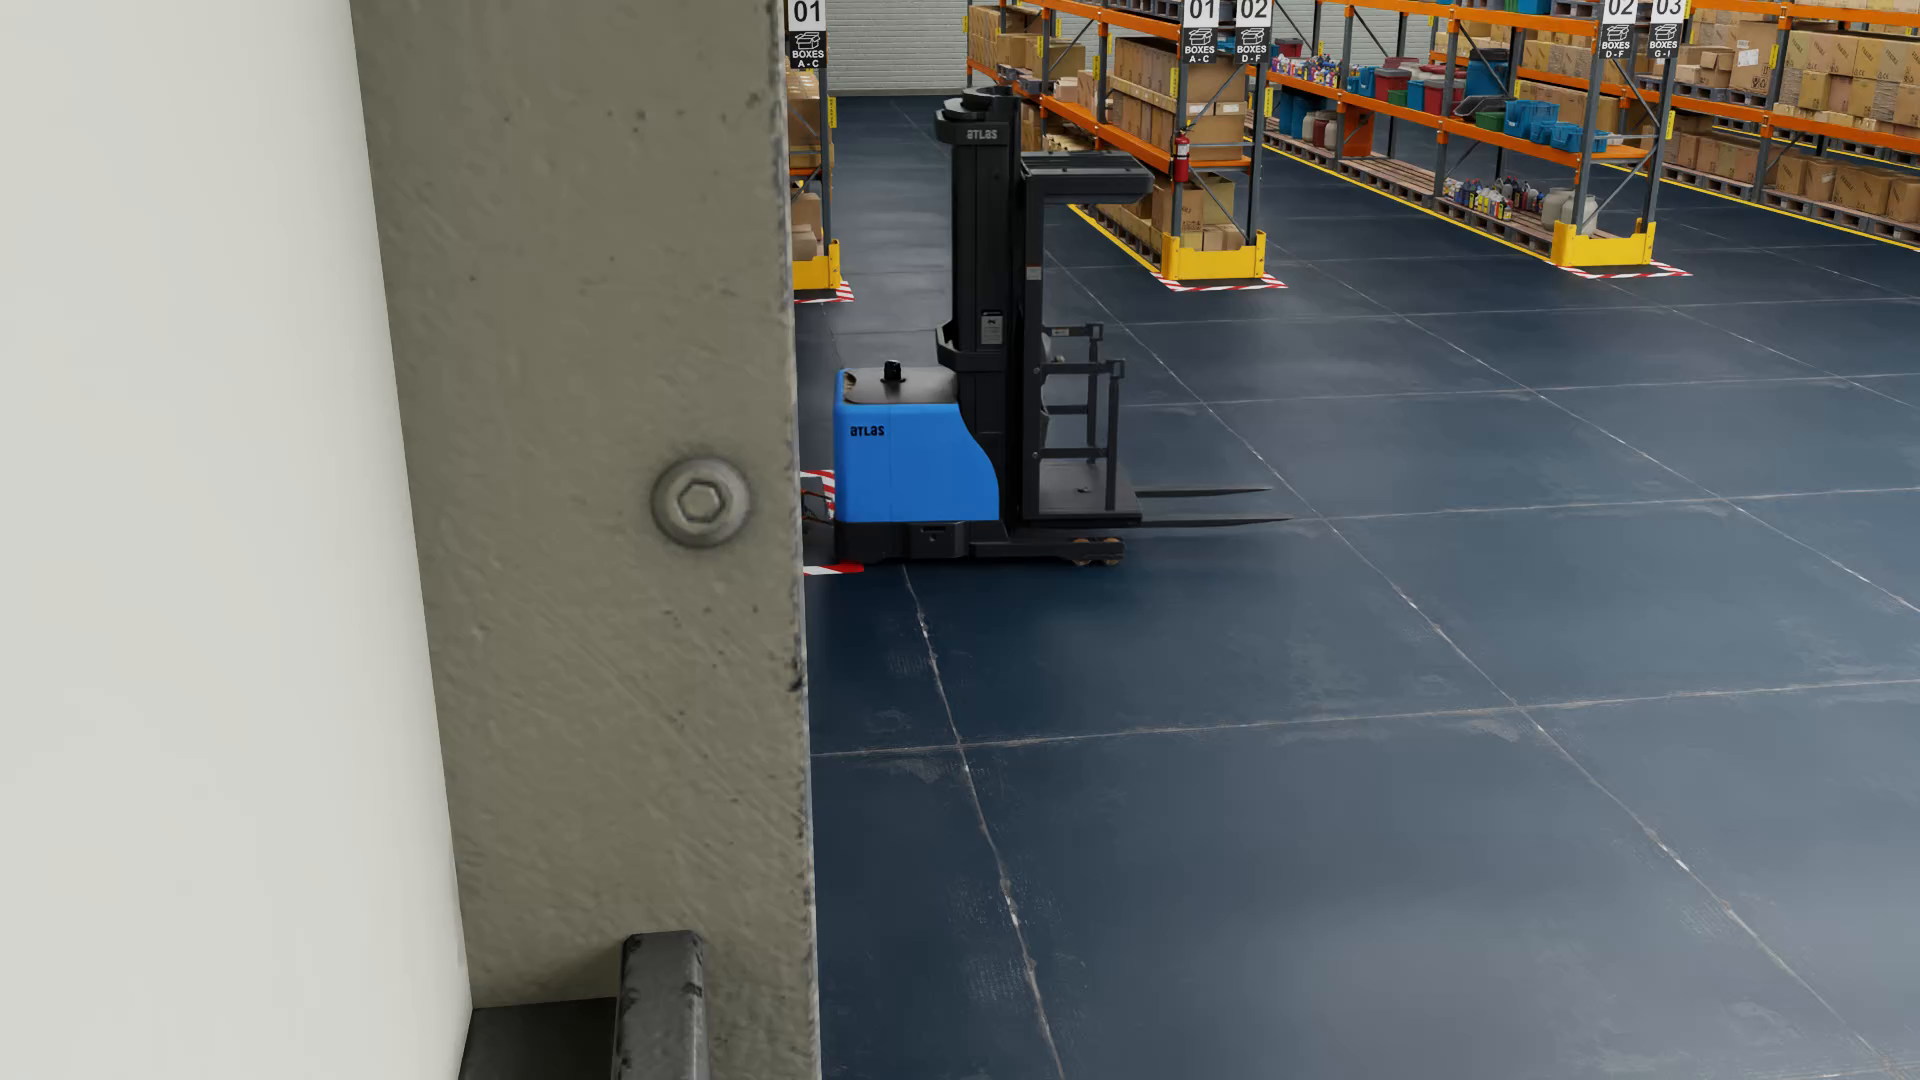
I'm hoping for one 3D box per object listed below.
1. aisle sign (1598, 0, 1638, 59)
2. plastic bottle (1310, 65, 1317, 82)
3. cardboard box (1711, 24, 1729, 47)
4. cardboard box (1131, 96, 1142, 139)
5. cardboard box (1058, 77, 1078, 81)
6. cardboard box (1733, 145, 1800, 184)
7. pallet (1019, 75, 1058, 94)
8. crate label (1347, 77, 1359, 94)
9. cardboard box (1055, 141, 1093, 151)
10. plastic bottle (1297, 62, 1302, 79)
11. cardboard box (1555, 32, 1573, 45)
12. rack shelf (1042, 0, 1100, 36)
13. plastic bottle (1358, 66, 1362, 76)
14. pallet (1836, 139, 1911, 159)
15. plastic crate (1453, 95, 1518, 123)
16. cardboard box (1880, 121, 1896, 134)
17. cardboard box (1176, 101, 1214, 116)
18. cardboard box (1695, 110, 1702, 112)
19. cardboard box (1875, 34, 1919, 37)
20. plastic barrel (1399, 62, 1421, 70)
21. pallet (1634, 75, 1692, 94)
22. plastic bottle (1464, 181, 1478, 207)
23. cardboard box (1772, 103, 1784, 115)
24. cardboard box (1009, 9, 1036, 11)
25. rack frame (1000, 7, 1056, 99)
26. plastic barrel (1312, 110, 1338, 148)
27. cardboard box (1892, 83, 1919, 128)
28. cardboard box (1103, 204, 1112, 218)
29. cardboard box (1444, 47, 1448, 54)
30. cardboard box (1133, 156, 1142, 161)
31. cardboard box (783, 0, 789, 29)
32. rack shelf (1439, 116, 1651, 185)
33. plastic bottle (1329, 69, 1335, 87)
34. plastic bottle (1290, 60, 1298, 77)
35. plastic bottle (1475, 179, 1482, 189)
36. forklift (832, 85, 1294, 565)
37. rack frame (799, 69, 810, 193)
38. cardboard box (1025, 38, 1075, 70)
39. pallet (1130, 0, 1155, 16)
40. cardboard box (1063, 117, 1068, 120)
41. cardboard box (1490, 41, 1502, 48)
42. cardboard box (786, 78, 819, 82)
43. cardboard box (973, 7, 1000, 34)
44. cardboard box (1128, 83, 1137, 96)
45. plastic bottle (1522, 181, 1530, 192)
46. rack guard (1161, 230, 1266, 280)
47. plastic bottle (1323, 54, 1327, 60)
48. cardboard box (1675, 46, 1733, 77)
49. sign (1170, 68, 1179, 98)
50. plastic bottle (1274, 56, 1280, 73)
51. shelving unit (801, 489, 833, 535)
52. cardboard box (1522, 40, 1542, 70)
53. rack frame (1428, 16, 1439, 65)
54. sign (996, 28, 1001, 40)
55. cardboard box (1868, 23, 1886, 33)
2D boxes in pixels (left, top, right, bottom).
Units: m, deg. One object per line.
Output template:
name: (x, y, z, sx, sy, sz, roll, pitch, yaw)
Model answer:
aisle sign: (7.574, -5.940, 19.117, 0.394, 0.787, 0.004, -3, 21, -8)
plastic bottle: (6.059, -7.991, 28.492, 0.061, 0.283, 0.133, -3, 21, -8)
cardboard box: (15.458, -10.073, 33.331, 0.500, 0.500, 0.500, -3, 21, -8)
cardboard box: (2.599, -5.436, 21.340, 0.700, 0.500, 0.500, -3, 21, -7)
cardboard box: (1.811, -7.113, 26.102, 0.500, 0.311, 0.500, -2, 21, -4)
cardboard box: (12.115, -5.646, 24.988, 0.700, 0.500, 0.500, -5, 21, -12)
pallet: (1.635, -7.425, 27.082, 1.213, 0.211, 1.003, -3, 21, -8)
crate label: (6.394, -7.289, 26.683, 0.303, 0.233, 0.416, -3, 21, -8)
cardboard box: (1.742, -5.900, 25.255, 0.500, 0.311, 0.500, -3, 21, -9)
plastic bottle: (5.974, -8.235, 29.160, 0.097, 0.271, 0.097, 0, 20, 0)
cardboard box: (11.216, -9.224, 30.050, 0.797, 0.503, 0.637, -3, 21, -7)
rack shelf: (2.090, -7.659, 24.177, 1.077, 0.370, 4.000, -3, 21, -8)
plastic bottle: (6.853, -7.966, 28.440, 0.097, 0.271, 0.097, 0, 20, 0)
pallet: (16.417, -6.961, 29.552, 1.003, 0.211, 1.213, -3, 21, -8)
plastic crate: (7.230, -5.930, 22.895, 0.767, 0.338, 0.504, -3, 21, -8)
cardboard box: (12.317, -5.414, 21.785, 0.380, 0.149, 0.250, -3, 21, -8)
cardboard box: (2.711, -4.987, 19.211, 0.380, 0.149, 0.250, -3, 21, -9)
cardboard box: (15.370, -8.895, 34.220, 0.380, 0.149, 0.250, -3, 21, -8)
cardboard box: (12.663, -6.563, 22.504, 0.500, 0.500, 0.500, -3, 21, -8)
plastic barrel: (7.064, -7.239, 26.151, 0.421, 0.512, 0.421, 0, 20, 0)
pallet: (11.813, -7.450, 27.151, 1.213, 0.211, 1.003, -3, 21, -8)
plastic bottle: (7.013, -4.746, 22.794, 0.144, 0.351, 0.185, -4, 21, -10)
cardboard box: (11.915, -6.189, 23.860, 0.380, 0.149, 0.250, -3, 21, -8)
cardboard box: (1.212, -9.896, 31.853, 0.500, 0.500, 0.500, -2, 21, -6)
rack frame: (1.225, -8.668, 30.138, 1.000, 3.000, 0.127, -3, 21, -8)
plastic barrel: (6.454, -7.158, 28.942, 0.600, 0.588, 0.708, -3, 21, -8)
cardboard box: (12.515, -5.557, 21.239, 0.875, 0.500, 0.500, -3, 21, -8)
cardboard box: (2.212, -4.458, 22.194, 0.500, 0.250, 0.500, -3, 21, -8)
cardboard box: (10.252, -10.117, 34.375, 0.380, 0.149, 0.250, -3, 21, -9)
cardboard box: (2.215, -4.809, 22.063, 0.500, 0.500, 0.500, -3, 21, -8)
cardboard box: (-1.747, -5.852, 18.139, 0.500, 0.500, 0.500, -2, 21, -6)
rack shelf: (7.569, -5.117, 21.659, 1.077, 0.370, 4.000, -3, 21, -8)
plastic bottle: (6.190, -7.676, 27.647, 0.061, 0.283, 0.133, -3, 21, -8)
plastic bottle: (5.951, -8.359, 29.486, 0.152, 0.276, 0.135, -3, 21, -8)
plastic bottle: (7.129, -4.819, 22.989, 0.144, 0.351, 0.185, -3, 21, -8)
forklift: (0.675, -1.397, 10.768, 3.031, 2.935, 1.130, -1, 21, -3)
rack frame: (-2.523, -5.647, 22.049, 1.000, 3.000, 0.127, -3, 21, -8)
cardboard box: (1.541, -8.303, 28.417, 0.700, 0.500, 0.500, -8, 22, -21)
pallet: (2.700, -6.547, 20.297, 1.003, 0.211, 1.213, -3, 21, -8)
cardboard box: (1.790, -7.026, 28.684, 0.500, 0.500, 0.500, -4, 21, -10)
cardboard box: (10.628, -9.554, 32.299, 0.500, 0.250, 0.500, -2, 21, -6)
cardboard box: (-2.009, -5.442, 20.614, 0.500, 0.500, 0.500, -4, 21, -9)
cardboard box: (0.534, -10.221, 32.723, 0.500, 0.500, 0.500, -3, 21, -7)
cardboard box: (2.374, -5.793, 21.368, 0.380, 0.149, 0.250, -4, 21, -10)
plastic bottle: (7.733, -4.725, 22.738, 0.144, 0.351, 0.185, -3, 21, -8)
rack guard: (2.958, -3.334, 19.429, 1.175, 0.500, 0.348, -3, 21, -8)
plastic bottle: (6.584, -8.592, 30.004, 0.144, 0.351, 0.185, -3, 21, -8)
cardboard box: (11.902, -7.652, 26.674, 0.700, 0.500, 0.500, 0, 20, 0)
sign: (2.416, -5.144, 18.709, 0.100, 0.325, 0.005, -3, 21, -8)
plastic bottle: (5.777, -8.667, 30.302, 0.061, 0.283, 0.133, -3, 21, -8)
shelving unit: (-1.349, -0.275, 11.618, 1.050, 0.215, 0.252, 16, 25, 38)
cardboard box: (10.848, -9.042, 30.994, 0.500, 0.500, 0.500, -3, 21, -8)
rack frame: (10.452, -10.552, 35.180, 1.000, 3.000, 0.127, -3, 21, -8)
sign: (0.689, -9.044, 29.906, 0.100, 0.325, 0.005, -3, 21, -8)
cardboard box: (20.044, -10.918, 36.017, 0.500, 0.500, 0.500, -3, 21, -8)
